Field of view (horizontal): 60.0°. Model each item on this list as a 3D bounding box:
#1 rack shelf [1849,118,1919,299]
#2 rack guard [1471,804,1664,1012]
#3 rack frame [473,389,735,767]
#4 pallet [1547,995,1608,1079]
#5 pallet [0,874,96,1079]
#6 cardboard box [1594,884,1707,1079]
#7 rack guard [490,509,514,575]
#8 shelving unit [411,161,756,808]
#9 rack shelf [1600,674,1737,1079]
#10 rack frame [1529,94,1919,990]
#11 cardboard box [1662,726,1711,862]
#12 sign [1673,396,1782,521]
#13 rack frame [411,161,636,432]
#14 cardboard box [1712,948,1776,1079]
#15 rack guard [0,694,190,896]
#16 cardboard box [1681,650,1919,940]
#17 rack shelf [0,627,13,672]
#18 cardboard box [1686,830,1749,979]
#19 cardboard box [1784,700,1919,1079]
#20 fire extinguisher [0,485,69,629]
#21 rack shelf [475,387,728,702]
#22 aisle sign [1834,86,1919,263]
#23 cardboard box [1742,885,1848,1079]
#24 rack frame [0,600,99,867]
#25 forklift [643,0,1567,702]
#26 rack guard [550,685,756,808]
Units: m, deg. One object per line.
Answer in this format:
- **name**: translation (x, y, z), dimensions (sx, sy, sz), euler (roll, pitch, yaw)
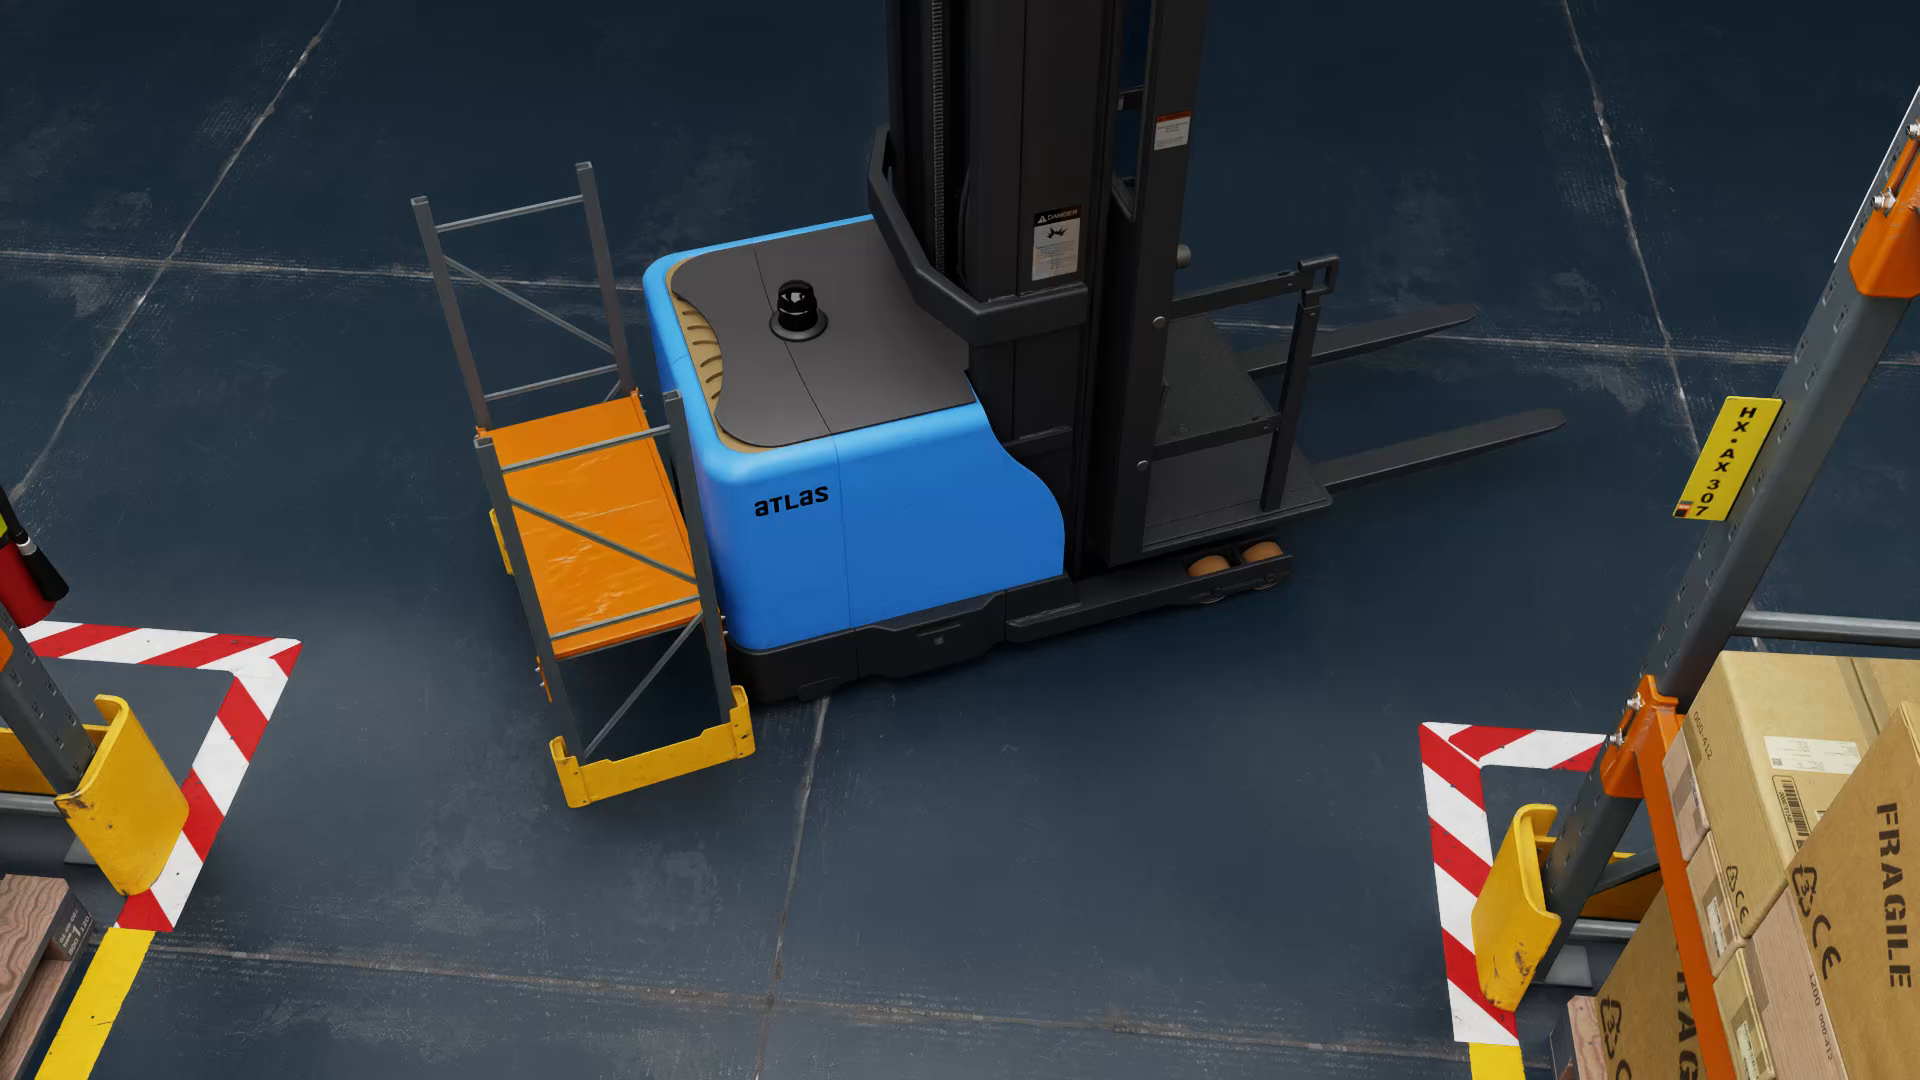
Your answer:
- **rack shelf**: translation (1.851, 0.907, 1.342), dimensions (1.077, 0.370, 4.000), euler (4, 48, 4)
- **rack guard**: translation (2.036, 1.033, 4.466), dimensions (1.175, 0.500, 0.348), euler (4, 48, 4)
- **rack frame**: translation (-0.911, 0.214, 4.537), dimensions (0.500, 1.500, 0.032), euler (-16, 49, -14)
- **pallet**: translation (2.038, 1.741, 4.015), dimensions (1.003, 0.211, 1.213), euler (4, 48, 4)
- **pallet**: translation (-3.013, 1.418, 4.310), dimensions (1.003, 0.211, 1.213), euler (4, 48, 4)
- **cardboard box**: translation (2.055, 1.258, 3.722), dimensions (0.875, 0.875, 0.875), euler (4, 48, 4)
- **rack guard**: translation (-1.271, -0.065, 5.639), dimensions (0.587, 0.250, 0.087), euler (-16, 49, -14)
- **shelving unit**: translation (-1.095, -0.143, 4.864), dimensions (0.587, 1.500, 1.083), euler (-16, 49, -14)
- **rack shelf**: translation (1.851, 1.919, 2.449), dimensions (1.077, 0.370, 4.000), euler (4, 48, 4)
- **rack frame**: translation (2.033, 0.207, 3.528), dimensions (1.000, 3.000, 0.127), euler (4, 48, 4)
- **cardboard box**: translation (1.672, 0.530, 3.402), dimensions (0.380, 0.149, 0.250), euler (4, 48, 4)
- **sign**: translation (1.481, -0.154, 3.217), dimensions (0.100, 0.325, 0.005), euler (4, 48, 4)
- **rack frame**: translation (-1.272, -0.487, 5.179), dimensions (0.500, 1.500, 0.032), euler (-16, 49, -14)
- **cardboard box**: translation (1.628, 0.907, 3.058), dimensions (0.380, 0.149, 0.250), euler (3, 48, 3)
- **rack guard**: translation (-2.910, 0.699, 4.772), dimensions (1.175, 0.500, 0.348), euler (4, 48, 4)
- **cardboard box**: translation (1.721, 0.492, 3.167), dimensions (0.500, 0.250, 0.500), euler (3, 48, 2)
- **rack shelf**: translation (-3.081, 1.586, 2.754), dimensions (1.077, 0.370, 4.000), euler (4, 48, 4)
- **cardboard box**: translation (1.651, 0.719, 3.230), dimensions (0.380, 0.149, 0.250), euler (3, 48, 3)
- **cardboard box**: translation (1.675, 0.606, 2.555), dimensions (0.500, 0.500, 0.500), euler (3, 48, 3)
- **fire extinguisher**: translation (-2.433, -0.054, 4.072), dimensions (0.296, 0.674, 0.183), euler (4, 48, 4)
- **rack shelf**: translation (-1.091, -0.015, 4.991), dimensions (0.538, 0.185, 1.000), euler (-16, 49, -14)
- **aisle sign**: translation (1.741, -0.743, 2.635), dimensions (0.394, 0.787, 0.004), euler (4, 48, 4)
- **cardboard box**: translation (1.680, 0.874, 2.818), dimensions (0.500, 0.250, 0.500), euler (3, 48, 3)
- **rack frame**: translation (-2.899, -0.126, 3.833), dimensions (1.000, 3.000, 0.127), euler (4, 48, 4)
- **forklift**: translation (0.590, -1.135, 4.802), dimensions (3.031, 2.935, 1.130), euler (-14, 49, -12)
- **rack guard**: translation (-0.917, 0.622, 5.011), dimensions (0.587, 0.250, 0.087), euler (-16, 49, -14)
